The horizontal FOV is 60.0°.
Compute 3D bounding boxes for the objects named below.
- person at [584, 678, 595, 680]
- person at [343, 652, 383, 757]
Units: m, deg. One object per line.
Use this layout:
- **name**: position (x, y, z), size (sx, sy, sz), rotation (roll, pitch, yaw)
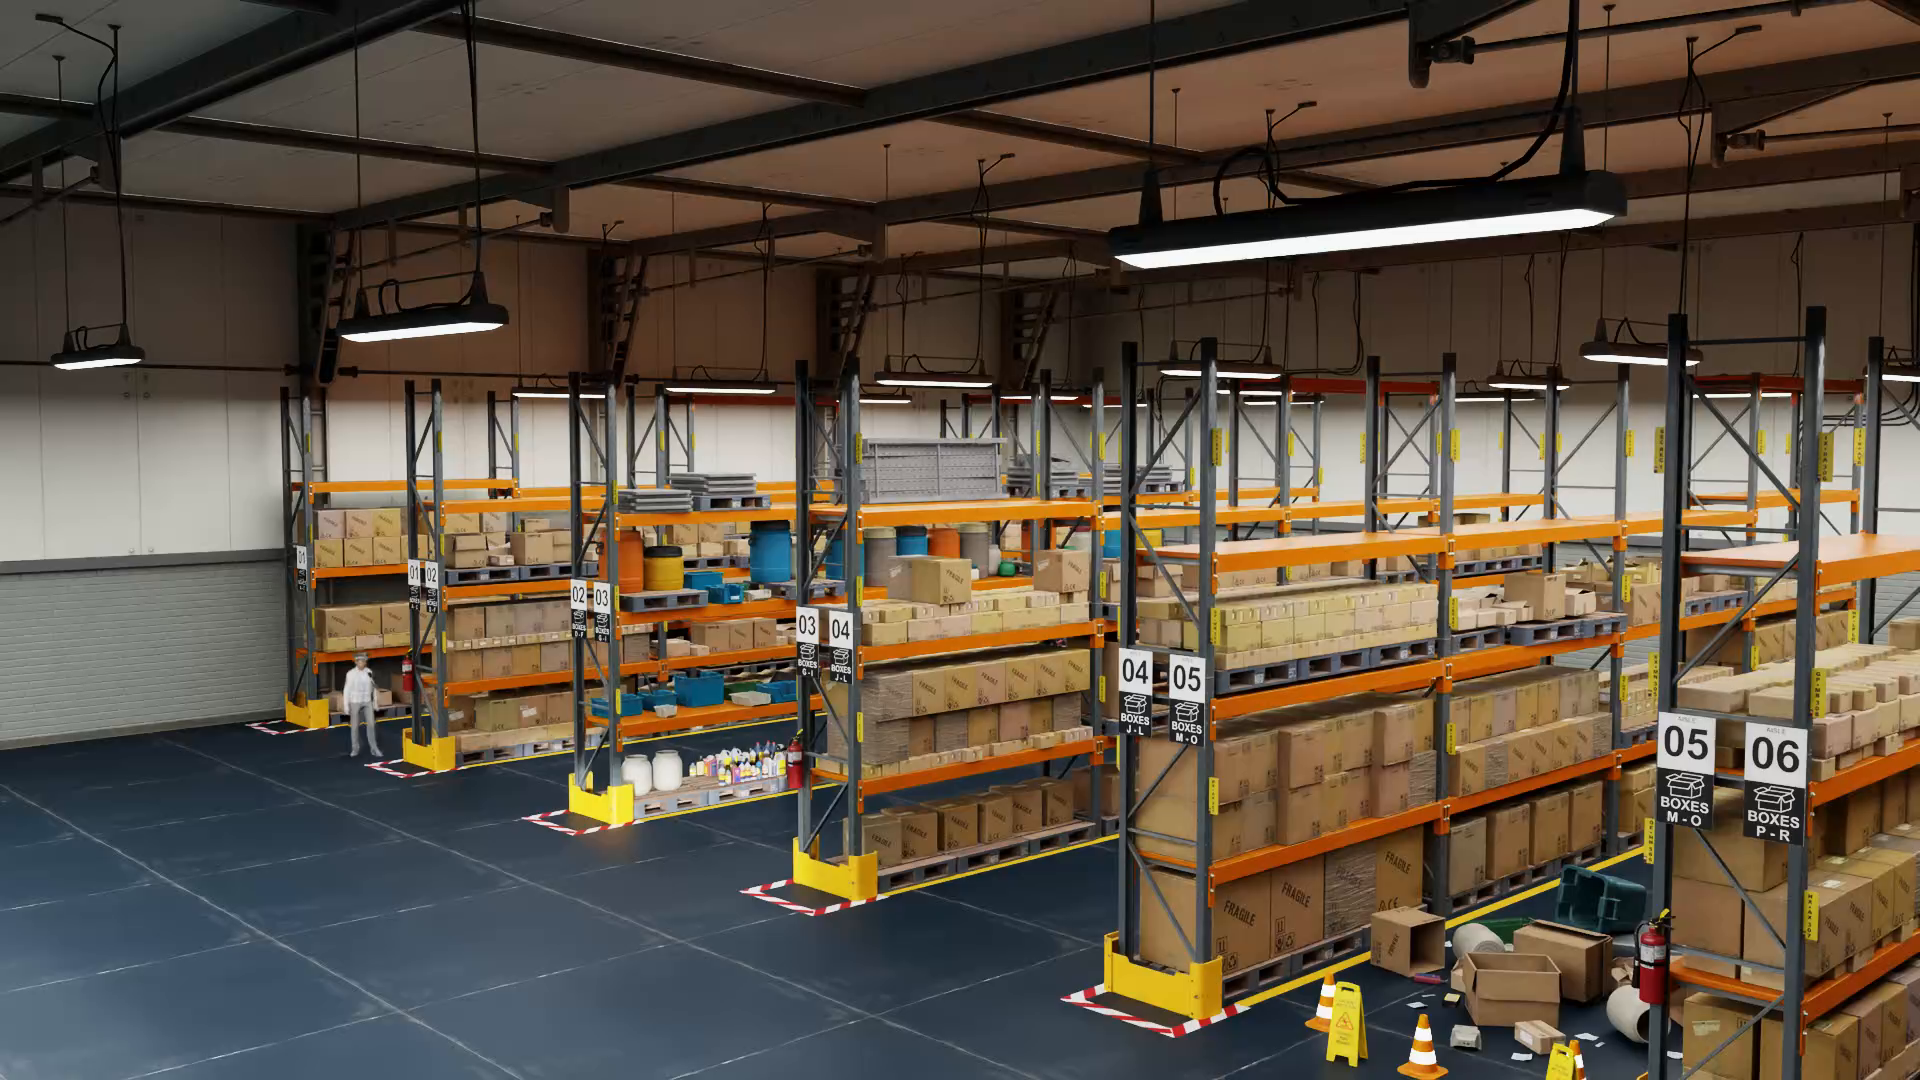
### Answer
- **person**: position (-6.704, 2.436, 29.749), size (0.470, 1.677, 0.410), rotation (-3, 5, -41)
- **person**: position (-9.585, 2.635, 26.659), size (0.554, 1.691, 0.464), rotation (-3, 5, -42)
